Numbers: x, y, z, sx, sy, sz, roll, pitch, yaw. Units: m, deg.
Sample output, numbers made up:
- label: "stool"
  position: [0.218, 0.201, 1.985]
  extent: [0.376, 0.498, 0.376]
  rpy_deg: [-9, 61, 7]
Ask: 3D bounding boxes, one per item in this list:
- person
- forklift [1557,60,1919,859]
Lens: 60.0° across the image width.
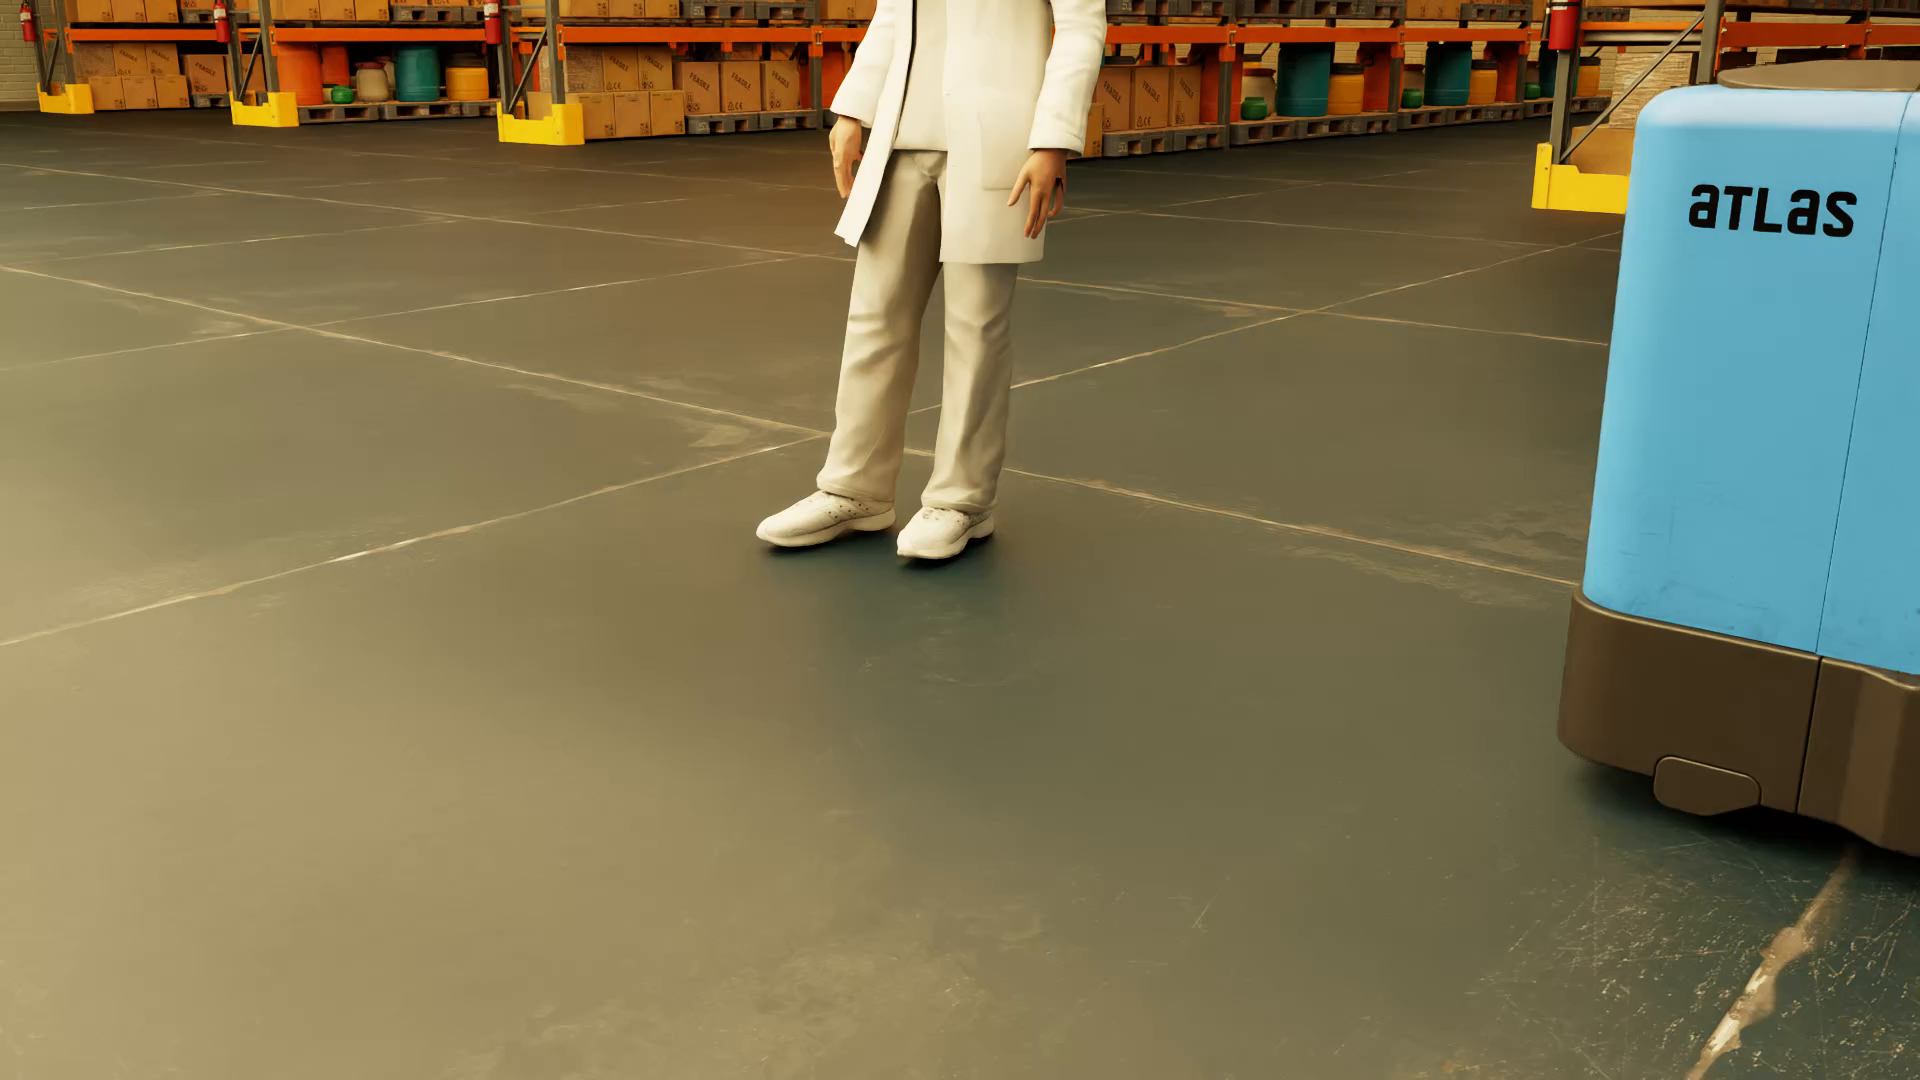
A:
- label: "person"
  position: [-0.061, -0.838, 3.618]
  extent: [0.694, 1.775, 0.581]
  rpy_deg: [13, 21, 37]
- label: "forklift"
  position: [2.413, -0.847, 1.687]
  extent: [3.031, 2.935, 1.130]
  rpy_deg: [13, 21, 37]
